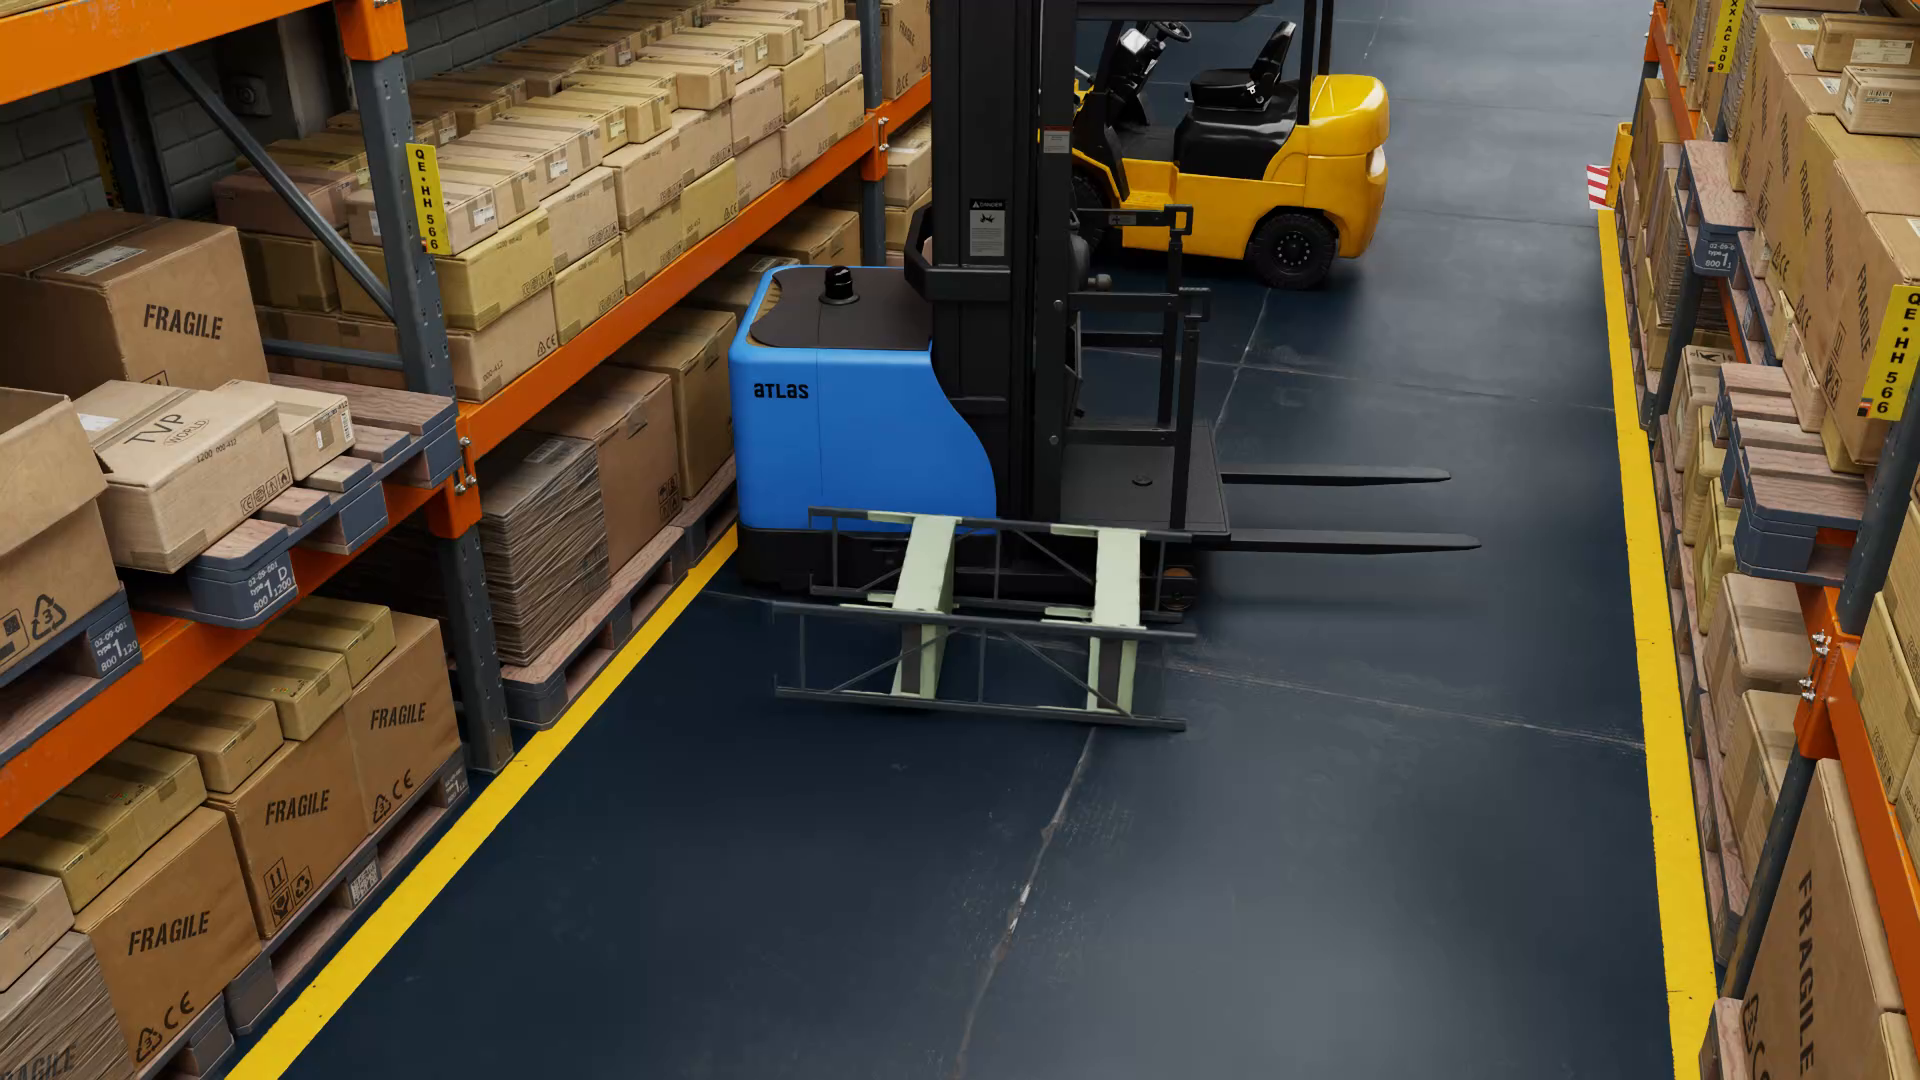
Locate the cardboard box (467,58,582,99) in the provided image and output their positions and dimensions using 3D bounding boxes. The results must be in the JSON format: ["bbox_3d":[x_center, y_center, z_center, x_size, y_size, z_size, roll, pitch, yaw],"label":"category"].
[{"bbox_3d":[-1.733,-1.812,6.652,0.380,0.149,0.250,9,30,16],"label":"cardboard box"}]

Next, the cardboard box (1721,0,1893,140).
[{"bbox_3d":[3.441,-1.922,6.778,0.500,0.500,0.500,9,30,16],"label":"cardboard box"}]

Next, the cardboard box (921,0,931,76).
[{"bbox_3d":[-0.376,-2.905,9.283,0.500,0.500,0.500,9,30,16],"label":"cardboard box"}]

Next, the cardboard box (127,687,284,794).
[{"bbox_3d":[-2.140,0.549,4.649,0.380,0.149,0.250,7,30,13],"label":"cardboard box"}]

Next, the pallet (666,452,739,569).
[{"bbox_3d":[-1.429,-0.313,7.595,1.003,0.211,1.213,8,30,15],"label":"pallet"}]

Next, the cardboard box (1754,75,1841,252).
[{"bbox_3d":[2.996,-1.221,5.518,0.500,0.500,0.500,7,30,13],"label":"cardboard box"}]

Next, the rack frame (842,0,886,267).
[{"bbox_3d":[-0.893,-2.448,8.565,1.000,3.000,0.127,8,30,15],"label":"rack frame"}]

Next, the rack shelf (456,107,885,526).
[{"bbox_3d":[-1.480,-1.204,7.069,1.077,0.370,4.000,8,30,15],"label":"rack shelf"}]

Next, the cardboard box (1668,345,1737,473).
[{"bbox_3d":[3.701,-0.532,7.393,0.950,0.372,0.625,9,30,16],"label":"cardboard box"}]

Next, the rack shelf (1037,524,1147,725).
[{"bbox_3d":[0.498,0.303,6.247,0.370,0.431,0.720,4,29,4],"label":"rack shelf"}]

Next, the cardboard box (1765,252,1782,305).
[{"bbox_3d":[2.929,-0.873,5.561,0.380,0.149,0.250,8,30,13],"label":"cardboard box"}]

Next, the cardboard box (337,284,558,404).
[{"bbox_3d":[-1.704,-0.695,5.568,0.500,0.250,0.500,9,30,15],"label":"cardboard box"}]

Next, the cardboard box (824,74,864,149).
[{"bbox_3d":[-0.791,-2.111,8.113,0.500,0.250,0.500,9,30,16],"label":"cardboard box"}]

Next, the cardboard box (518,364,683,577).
[{"bbox_3d":[-1.687,-0.327,6.764,0.875,0.625,0.625,9,30,17],"label":"cardboard box"}]

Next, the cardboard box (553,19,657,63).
[{"bbox_3d":[-1.557,-2.175,7.305,0.380,0.149,0.250,8,30,15],"label":"cardboard box"}]

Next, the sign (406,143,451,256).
[{"bbox_3d":[-1.546,-0.987,4.830,0.100,0.325,0.005,8,30,15],"label":"sign"}]

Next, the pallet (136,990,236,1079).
[{"bbox_3d":[-2.683,1.536,4.271,1.003,0.211,1.213,8,30,15],"label":"pallet"}]

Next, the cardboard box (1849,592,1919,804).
[{"bbox_3d":[2.295,0.375,3.645,0.500,0.250,0.500,8,30,14],"label":"cardboard box"}]

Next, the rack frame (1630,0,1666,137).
[{"bbox_3d":[5.027,-3.600,10.636,1.000,3.000,0.127,8,30,15],"label":"rack frame"}]

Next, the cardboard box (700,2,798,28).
[{"bbox_3d":[-0.962,-2.356,7.629,0.380,0.149,0.250,8,30,15],"label":"cardboard box"}]

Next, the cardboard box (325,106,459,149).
[{"bbox_3d":[-2.056,-1.469,6.036,0.380,0.149,0.250,8,30,14],"label":"cardboard box"}]

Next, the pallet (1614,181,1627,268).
[{"bbox_3d":[4.732,-1.974,10.581,1.003,0.211,1.213,8,30,15],"label":"pallet"}]

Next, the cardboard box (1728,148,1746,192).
[{"bbox_3d":[3.307,-1.488,6.667,0.380,0.149,0.250,9,30,16],"label":"cardboard box"}]

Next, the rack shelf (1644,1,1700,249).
[{"bbox_3d":[4.440,-2.356,9.140,1.077,0.370,4.000,8,30,15],"label":"rack shelf"}]

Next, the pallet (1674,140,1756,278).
[{"bbox_3d":[3.489,-1.323,6.740,1.003,0.211,1.213,8,30,15],"label":"pallet"}]

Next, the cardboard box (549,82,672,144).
[{"bbox_3d":[-1.323,-1.623,6.313,0.380,0.149,0.250,9,30,16],"label":"cardboard box"}]

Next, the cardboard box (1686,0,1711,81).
[{"bbox_3d":[4.038,-2.639,8.499,0.500,0.500,0.500,9,30,16],"label":"cardboard box"}]

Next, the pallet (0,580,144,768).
[{"bbox_3d":[-2.634,0.399,3.644,1.003,0.211,1.213,8,30,15],"label":"pallet"}]

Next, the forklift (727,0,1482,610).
[{"bbox_3d":[0.624,-1.264,6.507,3.031,2.935,1.130,2,29,3],"label":"forklift"}]

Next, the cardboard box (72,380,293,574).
[{"bbox_3d":[-2.068,-0.170,4.193,0.500,0.250,0.500,7,30,13],"label":"cardboard box"}]

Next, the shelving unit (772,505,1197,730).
[{"bbox_3d":[0.109,0.275,6.274,1.500,0.431,0.755,4,29,4],"label":"shelving unit"}]

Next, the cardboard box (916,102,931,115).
[{"bbox_3d":[-0.157,-2.516,10.055,0.500,0.250,0.500,10,30,17],"label":"cardboard box"}]

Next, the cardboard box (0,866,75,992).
[{"bbox_3d":[-2.386,0.914,3.993,0.380,0.149,0.250,7,30,12],"label":"cardboard box"}]

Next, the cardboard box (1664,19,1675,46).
[{"bbox_3d":[4.395,-3.020,9.851,0.380,0.149,0.250,9,30,16],"label":"cardboard box"}]

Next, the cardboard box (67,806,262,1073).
[{"bbox_3d":[-2.294,1.022,4.467,0.500,0.500,0.500,10,31,17],"label":"cardboard box"}]

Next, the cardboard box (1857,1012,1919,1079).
[{"bbox_3d":[2.131,1.586,3.068,0.875,0.875,0.875,9,30,15],"label":"cardboard box"}]

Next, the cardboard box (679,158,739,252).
[{"bbox_3d":[-1.253,-1.409,6.851,0.500,0.250,0.500,9,30,16],"label":"cardboard box"}]

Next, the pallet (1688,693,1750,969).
[{"bbox_3d":[2.910,0.973,5.283,1.003,0.211,1.213,8,30,15],"label":"pallet"}]

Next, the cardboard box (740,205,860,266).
[{"bbox_3d":[-1.036,-1.350,8.601,0.875,0.625,0.625,10,31,17],"label":"cardboard box"}]

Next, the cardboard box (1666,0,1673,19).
[{"bbox_3d":[4.474,-3.352,9.781,0.500,0.500,0.500,9,30,16],"label":"cardboard box"}]

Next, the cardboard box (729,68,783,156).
[{"bbox_3d":[-1.093,-1.859,7.147,0.500,0.250,0.500,9,30,16],"label":"cardboard box"}]

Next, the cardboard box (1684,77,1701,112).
[{"bbox_3d":[3.951,-2.297,8.552,0.380,0.149,0.250,8,30,14],"label":"cardboard box"}]

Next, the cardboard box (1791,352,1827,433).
[{"bbox_3d":[2.591,-0.400,4.711,0.380,0.149,0.250,8,30,14],"label":"cardboard box"}]

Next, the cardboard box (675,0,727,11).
[{"bbox_3d":[-1.330,-2.525,7.933,0.380,0.149,0.250,7,30,13],"label":"cardboard box"}]

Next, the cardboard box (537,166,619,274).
[{"bbox_3d":[-1.556,-1.146,5.864,0.500,0.250,0.500,9,30,16],"label":"cardboard box"}]

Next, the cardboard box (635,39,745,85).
[{"bbox_3d":[-1.128,-1.987,6.965,0.380,0.149,0.250,9,30,15],"label":"cardboard box"}]

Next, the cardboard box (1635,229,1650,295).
[{"bbox_3d":[4.070,-1.521,9.295,0.500,0.250,0.500,9,30,16],"label":"cardboard box"}]

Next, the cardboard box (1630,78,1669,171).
[{"bbox_3d":[4.519,-2.563,10.397,0.500,0.500,0.500,7,30,13],"label":"cardboard box"}]

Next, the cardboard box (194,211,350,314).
[{"bbox_3d":[-2.201,-0.990,5.585,0.500,0.250,0.500,9,30,16],"label":"cardboard box"}]

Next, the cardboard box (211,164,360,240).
[{"bbox_3d":[-2.165,-1.096,5.365,0.380,0.149,0.250,9,30,16],"label":"cardboard box"}]

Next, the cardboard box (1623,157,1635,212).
[{"bbox_3d":[4.526,-2.247,10.600,0.500,0.250,0.500,8,30,14],"label":"cardboard box"}]

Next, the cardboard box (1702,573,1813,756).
[{"bbox_3d":[3.063,0.477,5.578,0.950,0.372,0.625,8,30,14],"label":"cardboard box"}]

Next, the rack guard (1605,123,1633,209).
[{"bbox_3d":[5.005,-2.473,11.180,1.175,0.500,0.348,8,30,15],"label":"rack guard"}]

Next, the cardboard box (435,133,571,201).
[{"bbox_3d":[-1.564,-1.270,5.676,0.380,0.149,0.250,9,30,16],"label":"cardboard box"}]

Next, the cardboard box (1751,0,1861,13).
[{"bbox_3d":[3.377,-2.214,6.636,0.380,0.149,0.250,8,30,15],"label":"cardboard box"}]

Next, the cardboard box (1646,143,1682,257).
[{"bbox_3d":[4.066,-1.838,9.094,0.500,0.500,0.500,10,31,18],"label":"cardboard box"}]

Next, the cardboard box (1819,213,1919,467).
[{"bbox_3d":[2.546,-0.491,4.205,0.500,0.500,0.500,8,30,13],"label":"cardboard box"}]

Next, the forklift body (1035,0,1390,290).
[{"bbox_3d":[1.468,-2.794,10.060,2.313,2.155,1.214,8,30,15],"label":"forklift body"}]

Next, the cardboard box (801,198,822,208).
[{"bbox_3d":[-0.946,-1.904,9.469,0.500,0.250,0.500,8,30,14],"label":"cardboard box"}]
